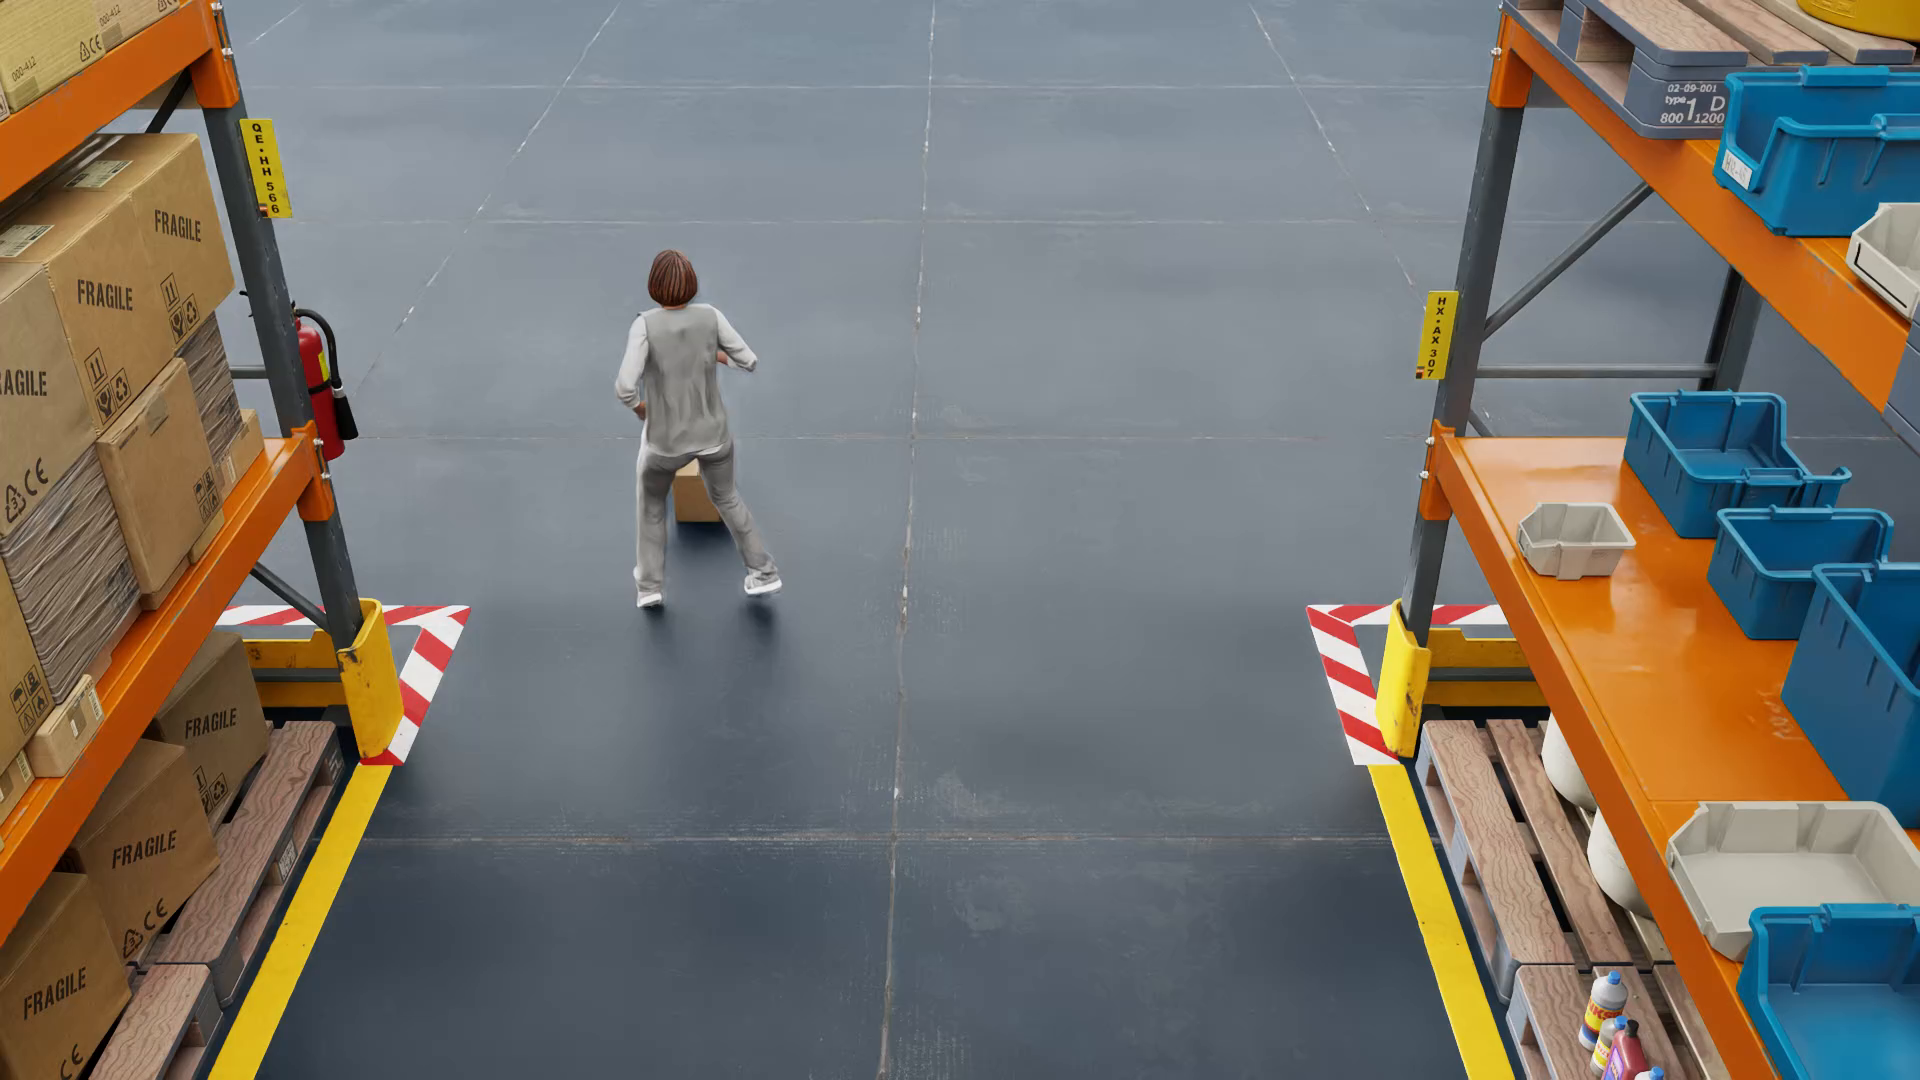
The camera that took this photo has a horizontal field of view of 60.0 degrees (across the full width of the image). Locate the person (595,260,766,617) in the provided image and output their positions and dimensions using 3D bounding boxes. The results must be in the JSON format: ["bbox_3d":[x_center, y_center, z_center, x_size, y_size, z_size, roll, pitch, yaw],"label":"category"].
[{"bbox_3d":[-1.184,-0.392,6.818,0.642,1.616,0.445,-16,35,-24],"label":"person"}]
